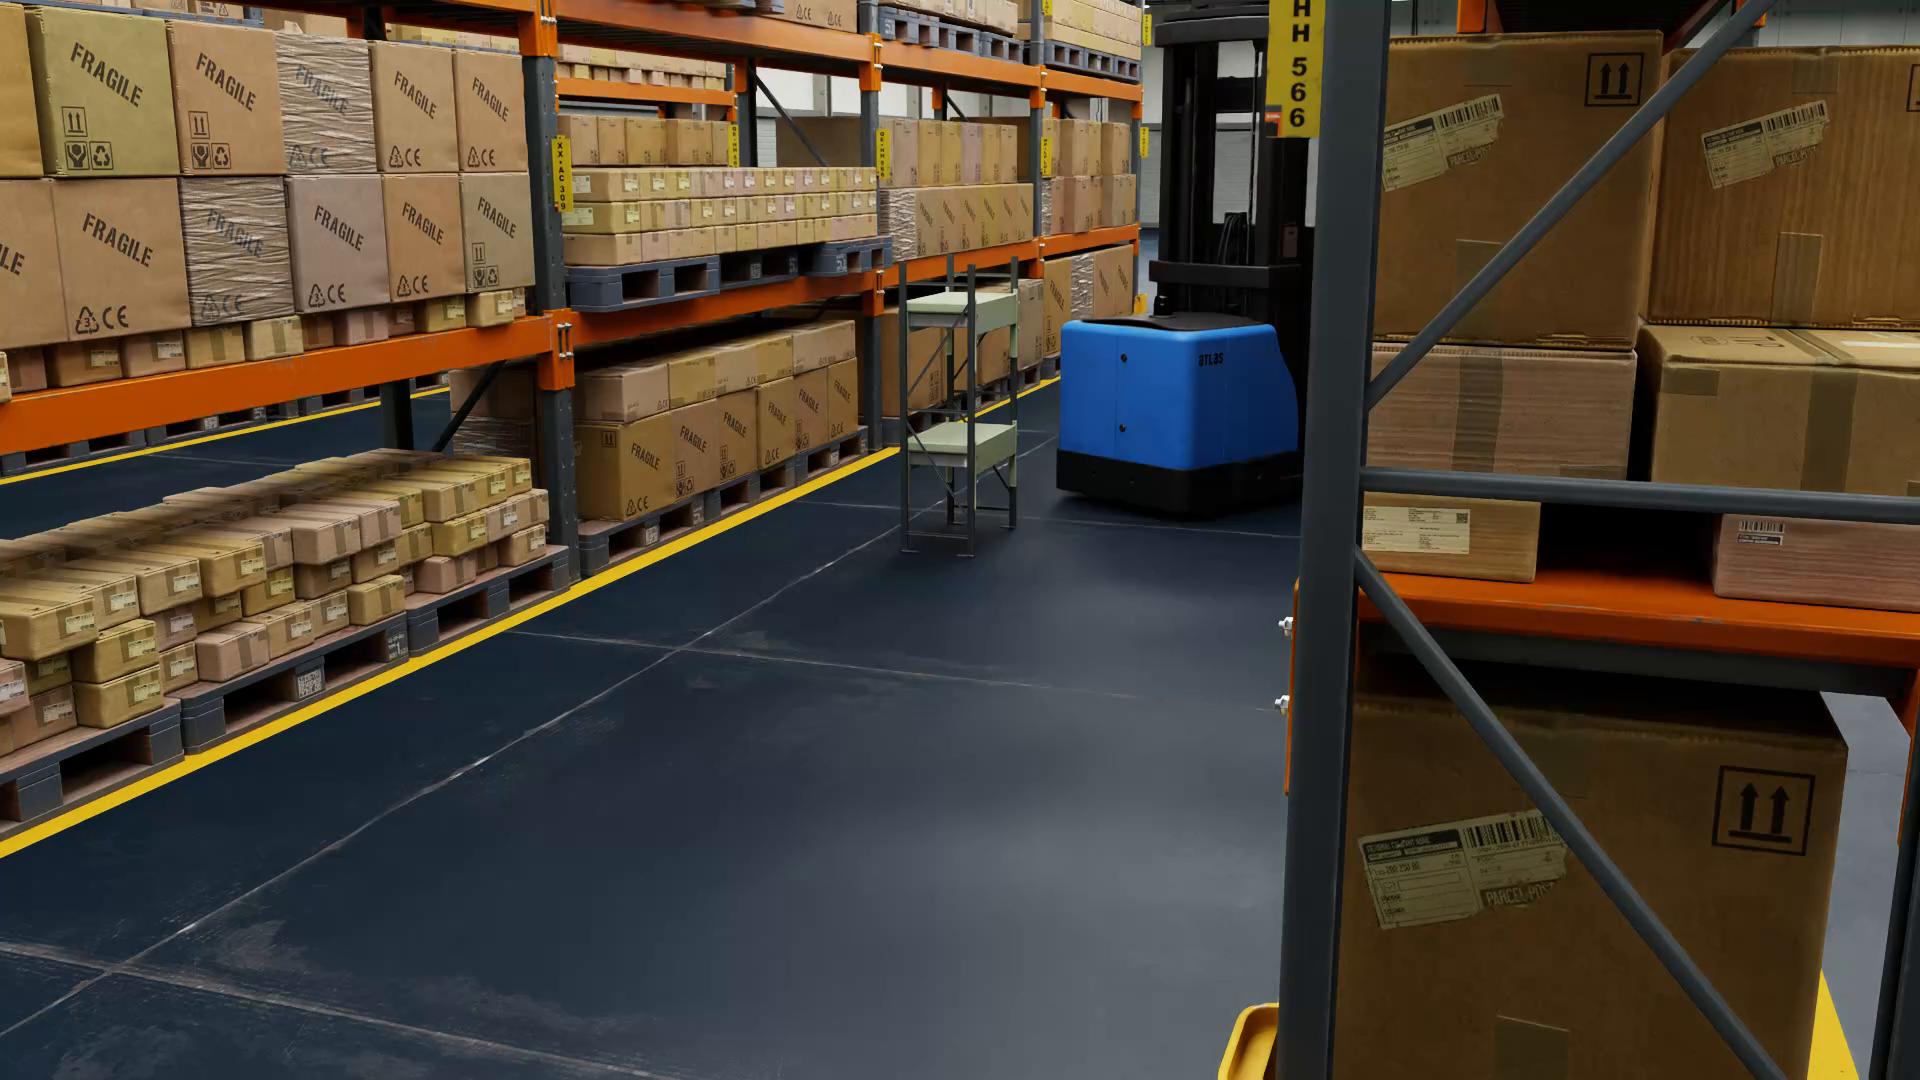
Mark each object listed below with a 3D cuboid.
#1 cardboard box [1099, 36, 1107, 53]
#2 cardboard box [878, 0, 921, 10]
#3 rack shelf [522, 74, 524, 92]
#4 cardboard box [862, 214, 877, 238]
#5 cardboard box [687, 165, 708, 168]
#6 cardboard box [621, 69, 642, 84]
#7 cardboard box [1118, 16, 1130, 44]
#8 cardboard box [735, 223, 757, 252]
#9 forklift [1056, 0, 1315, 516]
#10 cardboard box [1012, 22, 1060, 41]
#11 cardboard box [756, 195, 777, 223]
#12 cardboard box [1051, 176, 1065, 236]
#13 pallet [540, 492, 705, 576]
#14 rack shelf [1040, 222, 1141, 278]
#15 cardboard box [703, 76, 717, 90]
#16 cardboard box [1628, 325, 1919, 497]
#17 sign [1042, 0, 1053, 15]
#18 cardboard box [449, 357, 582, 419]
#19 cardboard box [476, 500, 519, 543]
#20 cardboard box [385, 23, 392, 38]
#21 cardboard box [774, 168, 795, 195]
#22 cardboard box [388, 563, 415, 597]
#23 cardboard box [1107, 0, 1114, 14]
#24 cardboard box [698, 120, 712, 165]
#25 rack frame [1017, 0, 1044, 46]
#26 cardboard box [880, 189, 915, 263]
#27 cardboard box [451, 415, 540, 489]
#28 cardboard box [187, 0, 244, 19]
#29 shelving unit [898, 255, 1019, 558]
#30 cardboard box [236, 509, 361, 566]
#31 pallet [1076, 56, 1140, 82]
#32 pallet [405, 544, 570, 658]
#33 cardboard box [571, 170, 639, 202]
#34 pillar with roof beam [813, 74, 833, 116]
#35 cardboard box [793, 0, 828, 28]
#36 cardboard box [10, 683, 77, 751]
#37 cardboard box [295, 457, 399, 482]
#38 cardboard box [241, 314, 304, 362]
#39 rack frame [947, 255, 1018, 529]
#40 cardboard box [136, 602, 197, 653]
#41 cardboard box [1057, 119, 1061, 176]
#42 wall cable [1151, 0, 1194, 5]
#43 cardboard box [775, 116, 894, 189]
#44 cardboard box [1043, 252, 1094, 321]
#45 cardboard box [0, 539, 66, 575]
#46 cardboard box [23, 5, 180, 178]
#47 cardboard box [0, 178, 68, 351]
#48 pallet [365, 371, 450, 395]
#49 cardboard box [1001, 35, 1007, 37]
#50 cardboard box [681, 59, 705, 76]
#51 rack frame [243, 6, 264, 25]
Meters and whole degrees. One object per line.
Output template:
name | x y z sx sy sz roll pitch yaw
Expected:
cardboard box | 1.266 -4.985 16.744 0.380 0.149 0.250 5 14 19
cardboard box | -0.599 -3.932 11.765 0.500 0.311 0.500 4 14 18
rack shelf | -5.111 -3.991 14.608 1.077 0.370 4.000 4 14 18
cardboard box | -0.766 -2.068 10.930 0.380 0.149 0.250 5 14 19
cardboard box | -3.250 -4.097 19.304 0.500 0.500 0.500 4 14 19
cardboard box | -3.630 -4.953 17.773 0.380 0.149 0.250 4 13 17
cardboard box | 1.491 -5.367 17.519 0.500 0.250 0.500 4 14 19
cardboard box | -1.355 -1.688 9.264 0.380 0.149 0.250 4 13 17
forklift | 2.014 -1.817 10.362 3.031 2.935 1.130 -11 17 -41
cardboard box | 0.693 -4.611 15.103 0.380 0.149 0.250 4 13 17
cardboard box | -1.269 -1.887 9.468 0.380 0.149 0.250 4 13 17
cardboard box | 0.518 -3.234 16.080 0.875 0.550 0.550 4 14 18
pallet | -2.085 -0.085 8.888 1.003 0.211 1.213 4 14 18
rack shelf | 0.900 -3.036 17.163 1.077 0.370 4.000 4 14 18
cardboard box | -3.069 -5.332 19.434 0.380 0.149 0.250 4 14 19
cardboard box | 1.442 -0.214 2.852 0.500 0.250 0.500 4 13 17
sign | 0.770 -4.796 14.650 0.100 0.325 0.005 4 14 18
cardboard box | -2.334 -0.808 8.773 0.500 0.250 0.500 4 13 17
cardboard box | -2.212 -0.094 7.452 0.380 0.149 0.250 4 13 16
cardboard box | -5.291 -4.294 14.088 0.797 0.503 0.637 4 14 18
cardboard box | -1.186 -2.087 9.675 0.380 0.149 0.250 5 14 21
cardboard box | -2.528 0.167 6.978 0.380 0.149 0.250 4 13 17
cardboard box | 1.348 -5.427 16.885 0.380 0.149 0.250 4 13 18
cardboard box | -3.299 -4.594 19.237 0.700 0.500 0.500 4 14 19
rack frame | 0.253 -5.890 14.571 1.000 3.000 0.127 4 14 18
cardboard box | -0.640 -2.247 11.866 0.500 0.500 0.500 5 14 19
cardboard box | -2.334 -0.441 8.852 0.500 0.500 0.500 4 13 17
cardboard box | -5.737 -4.085 12.229 0.797 0.503 0.637 3 13 15
shelving unit | 0.002 -0.733 8.827 0.431 1.500 0.755 4 14 18
cardboard box | -2.557 -0.012 6.426 0.380 0.149 0.250 4 13 16
pallet | 1.317 -5.070 17.917 1.003 0.211 1.213 4 14 18
pallet | -2.519 0.223 7.538 1.003 0.211 1.213 4 14 18
cardboard box | -1.773 -1.703 7.992 0.380 0.149 0.250 5 14 21
pillar with roof beam | 0.952 -10.822 36.180 9.100 9.000 0.400 4 14 18
cardboard box | -1.135 -3.389 10.131 0.500 0.500 0.500 4 14 18
cardboard box | -3.076 0.545 5.320 0.380 0.149 0.250 5 14 19
cardboard box | -2.788 -0.274 7.575 0.380 0.149 0.250 5 14 21
cardboard box | -2.644 -0.747 6.084 0.380 0.149 0.250 5 14 20
rack frame | 0.121 -0.810 9.165 0.400 1.500 0.023 4 14 18
cardboard box | -2.898 0.289 5.774 0.380 0.149 0.250 4 13 16
cardboard box | 0.473 -3.764 15.975 0.875 0.550 0.550 4 14 18
wall cable | 5.526 -14.937 49.839 3.097 2.526 0.112 4 14 18
cardboard box | -0.886 -2.753 11.837 0.700 0.500 0.500 4 14 18
cardboard box | 0.811 -2.452 16.819 0.875 0.875 0.875 4 14 19
cardboard box | -3.421 0.104 5.918 0.380 0.149 0.250 5 14 20
cardboard box | -2.886 -1.410 5.284 0.500 0.500 0.500 4 13 17
cardboard box | -3.074 -0.822 4.953 0.500 0.500 0.500 4 14 19
pallet | -5.107 -1.519 15.169 1.003 0.211 1.213 4 14 18
cardboard box | 0.232 -4.766 15.783 0.380 0.149 0.250 5 14 19
cardboard box | -3.256 -5.445 19.030 0.500 0.250 0.500 4 14 18
rack frame | -5.758 -5.383 12.349 1.000 3.000 0.127 4 14 18
